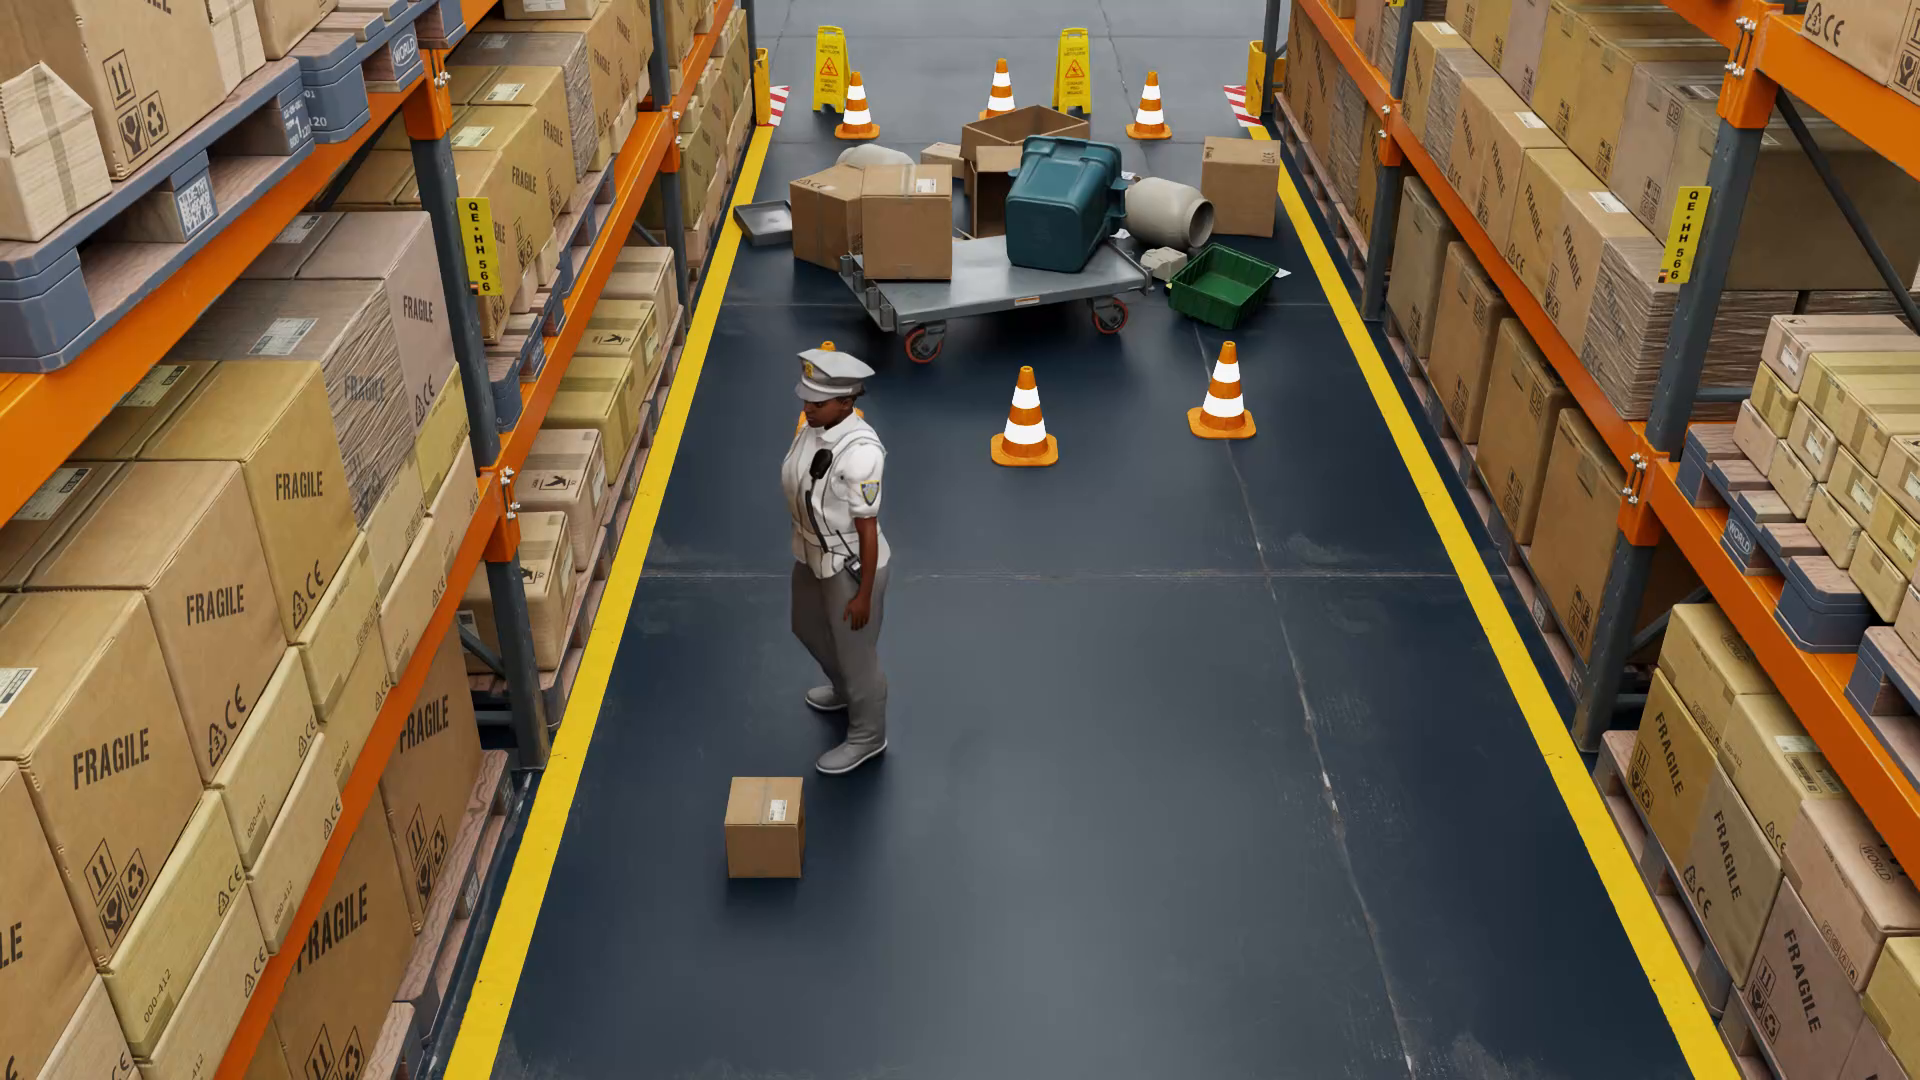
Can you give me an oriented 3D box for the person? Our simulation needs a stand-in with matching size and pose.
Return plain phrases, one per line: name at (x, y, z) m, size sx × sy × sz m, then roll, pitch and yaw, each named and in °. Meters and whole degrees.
person at (-0.444, 0.055, 6.020) m, size 0.399 × 1.683 × 0.588 m, roll -18°, pitch 36°, yaw -27°
